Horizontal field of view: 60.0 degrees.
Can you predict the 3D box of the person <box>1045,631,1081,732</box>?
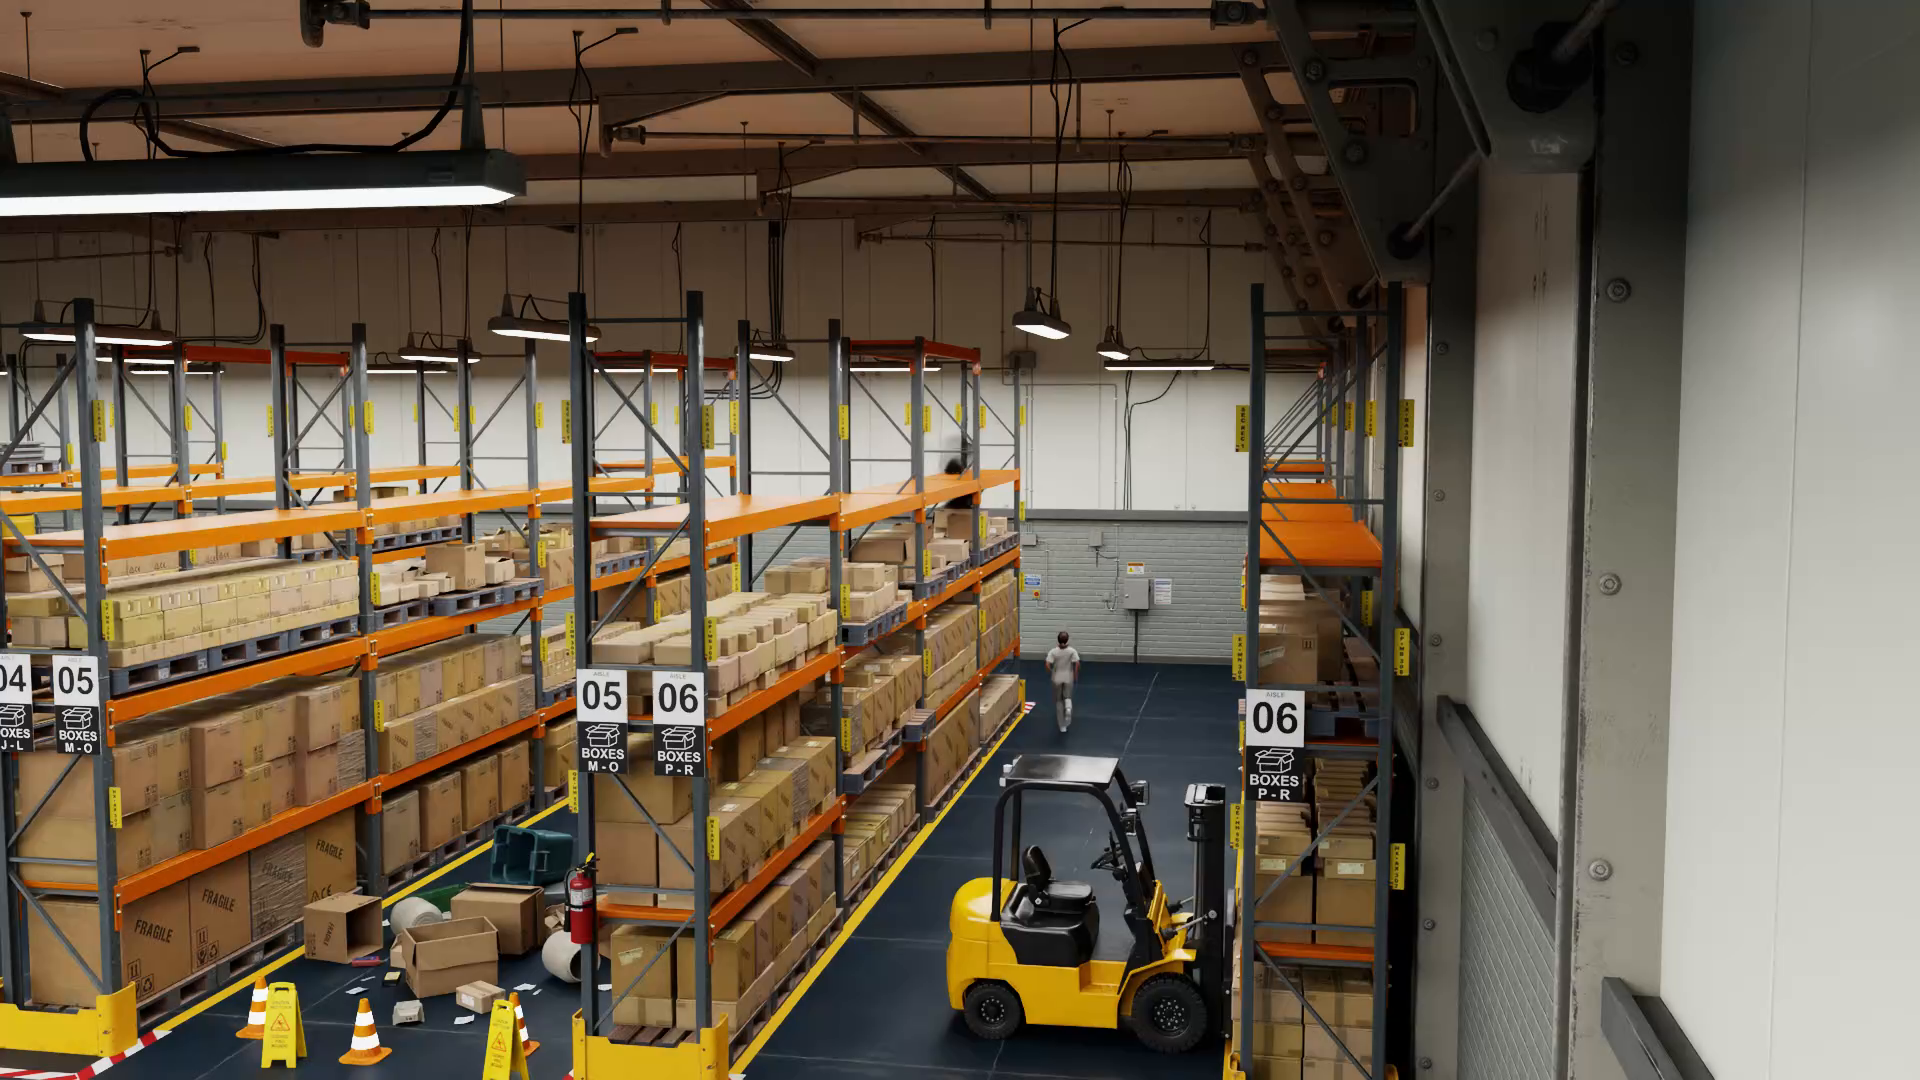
[{"bbox_3d":[1.626,2.246,26.293,0.565,1.626,0.573,0,5,1],"label":"person"}]
